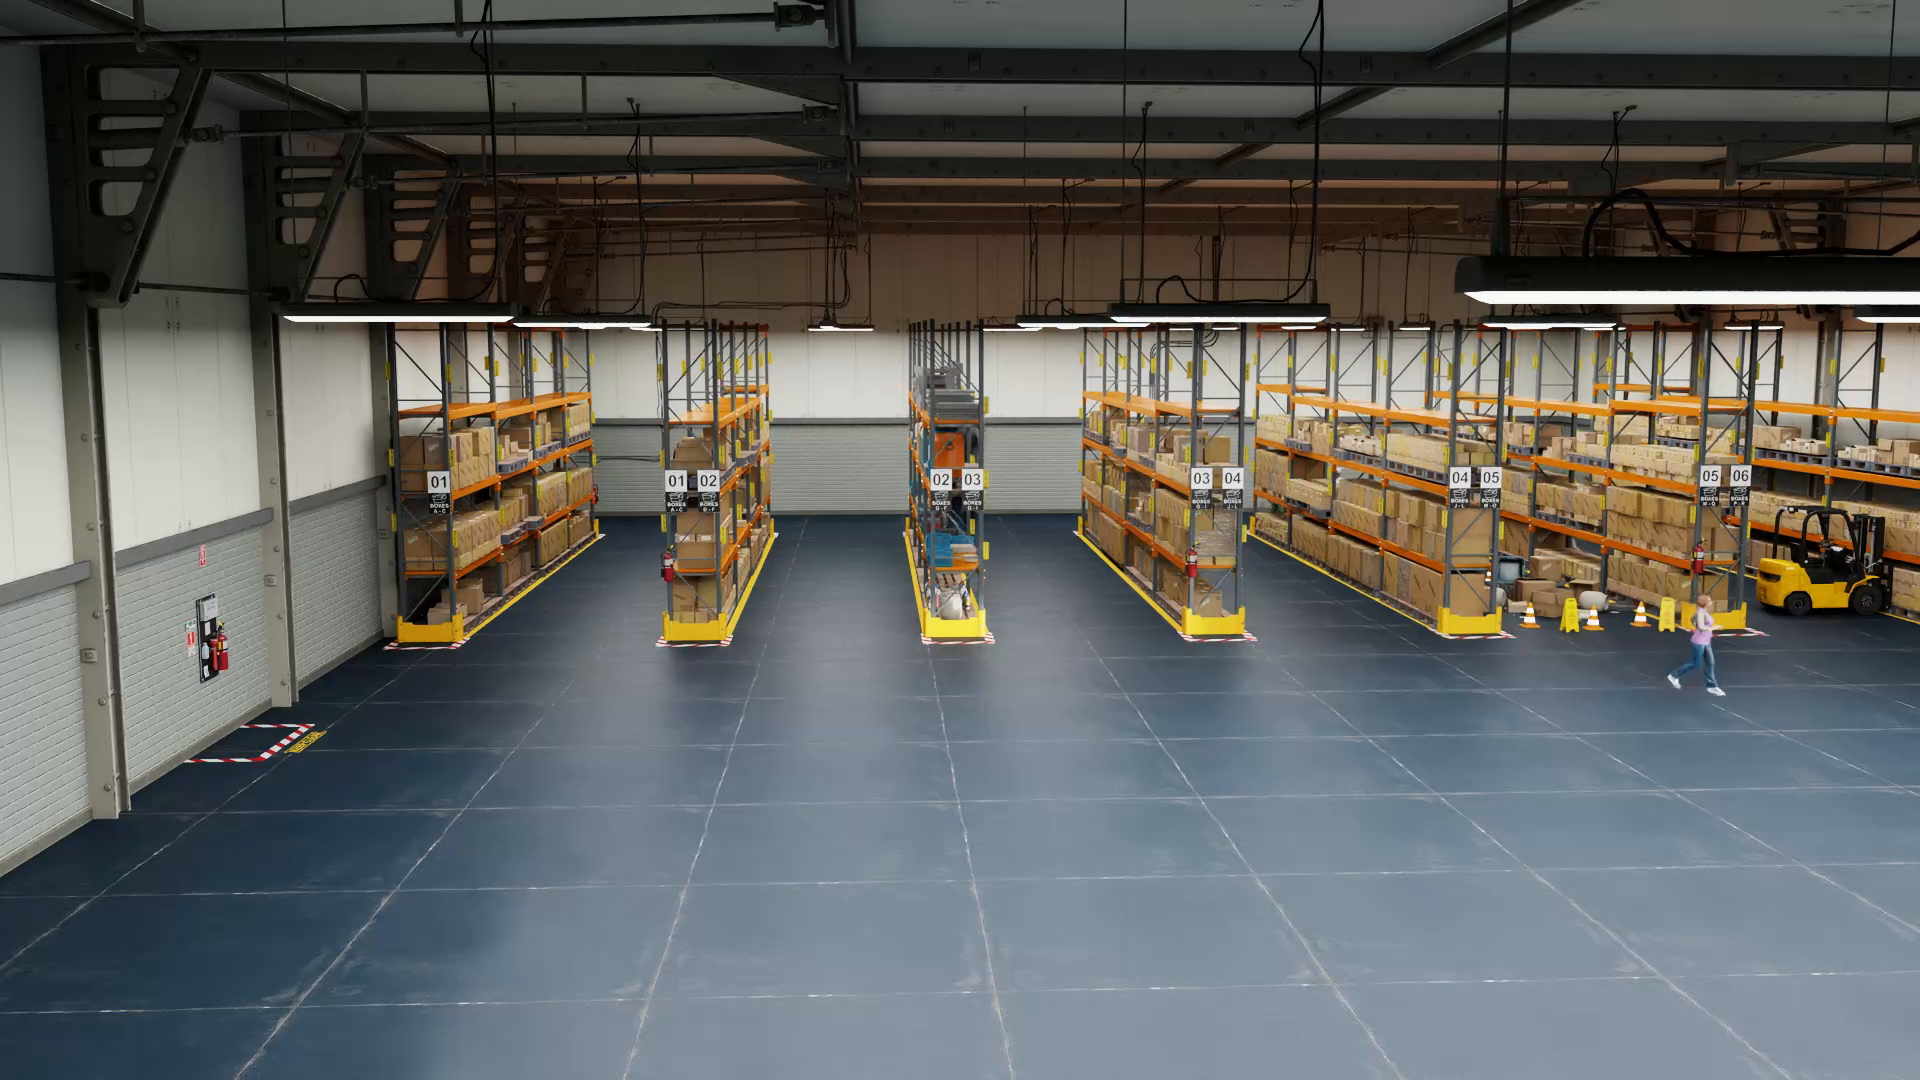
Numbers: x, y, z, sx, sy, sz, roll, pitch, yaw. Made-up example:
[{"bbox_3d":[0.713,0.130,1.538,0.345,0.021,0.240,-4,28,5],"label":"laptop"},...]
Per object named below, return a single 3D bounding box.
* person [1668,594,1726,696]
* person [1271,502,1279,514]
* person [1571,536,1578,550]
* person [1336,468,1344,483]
[{"bbox_3d":[11.751,1.649,26.441,0.859,1.596,0.565,5,8,34],"label":"person"},{"bbox_3d":[9.327,-1.231,49.296,0.829,1.736,0.771,5,9,36],"label":"person"},{"bbox_3d":[15.614,-0.388,42.492,0.700,1.733,0.503,-1,7,-8],"label":"person"},{"bbox_3d":[11.278,-1.291,49.828,0.667,1.735,0.685,-3,8,-23],"label":"person"}]
